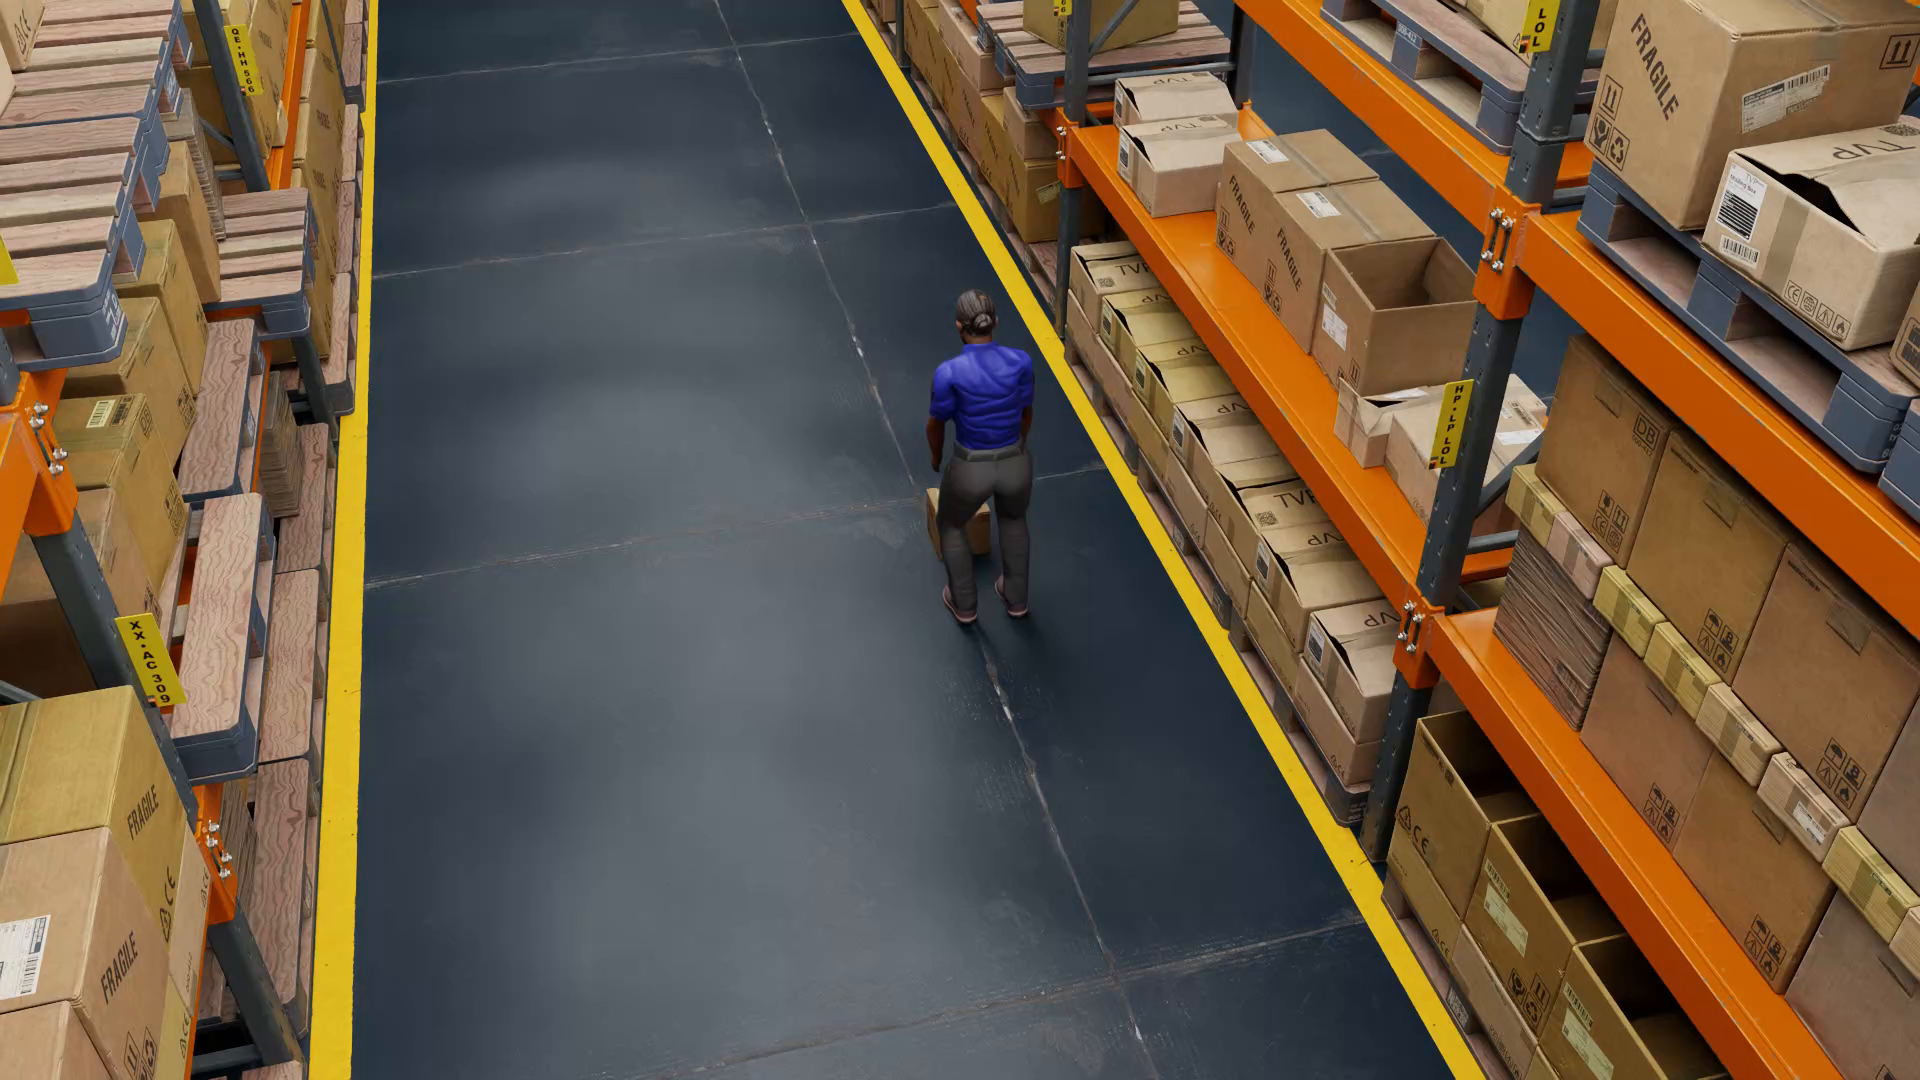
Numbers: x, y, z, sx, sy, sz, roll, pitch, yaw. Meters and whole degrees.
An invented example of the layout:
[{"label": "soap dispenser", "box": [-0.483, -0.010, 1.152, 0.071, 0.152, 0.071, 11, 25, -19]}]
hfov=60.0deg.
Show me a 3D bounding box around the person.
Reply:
[{"label": "person", "box": [0.088, -0.317, 7.185, 0.465, 1.588, 0.411, -8, 39, -10]}]
